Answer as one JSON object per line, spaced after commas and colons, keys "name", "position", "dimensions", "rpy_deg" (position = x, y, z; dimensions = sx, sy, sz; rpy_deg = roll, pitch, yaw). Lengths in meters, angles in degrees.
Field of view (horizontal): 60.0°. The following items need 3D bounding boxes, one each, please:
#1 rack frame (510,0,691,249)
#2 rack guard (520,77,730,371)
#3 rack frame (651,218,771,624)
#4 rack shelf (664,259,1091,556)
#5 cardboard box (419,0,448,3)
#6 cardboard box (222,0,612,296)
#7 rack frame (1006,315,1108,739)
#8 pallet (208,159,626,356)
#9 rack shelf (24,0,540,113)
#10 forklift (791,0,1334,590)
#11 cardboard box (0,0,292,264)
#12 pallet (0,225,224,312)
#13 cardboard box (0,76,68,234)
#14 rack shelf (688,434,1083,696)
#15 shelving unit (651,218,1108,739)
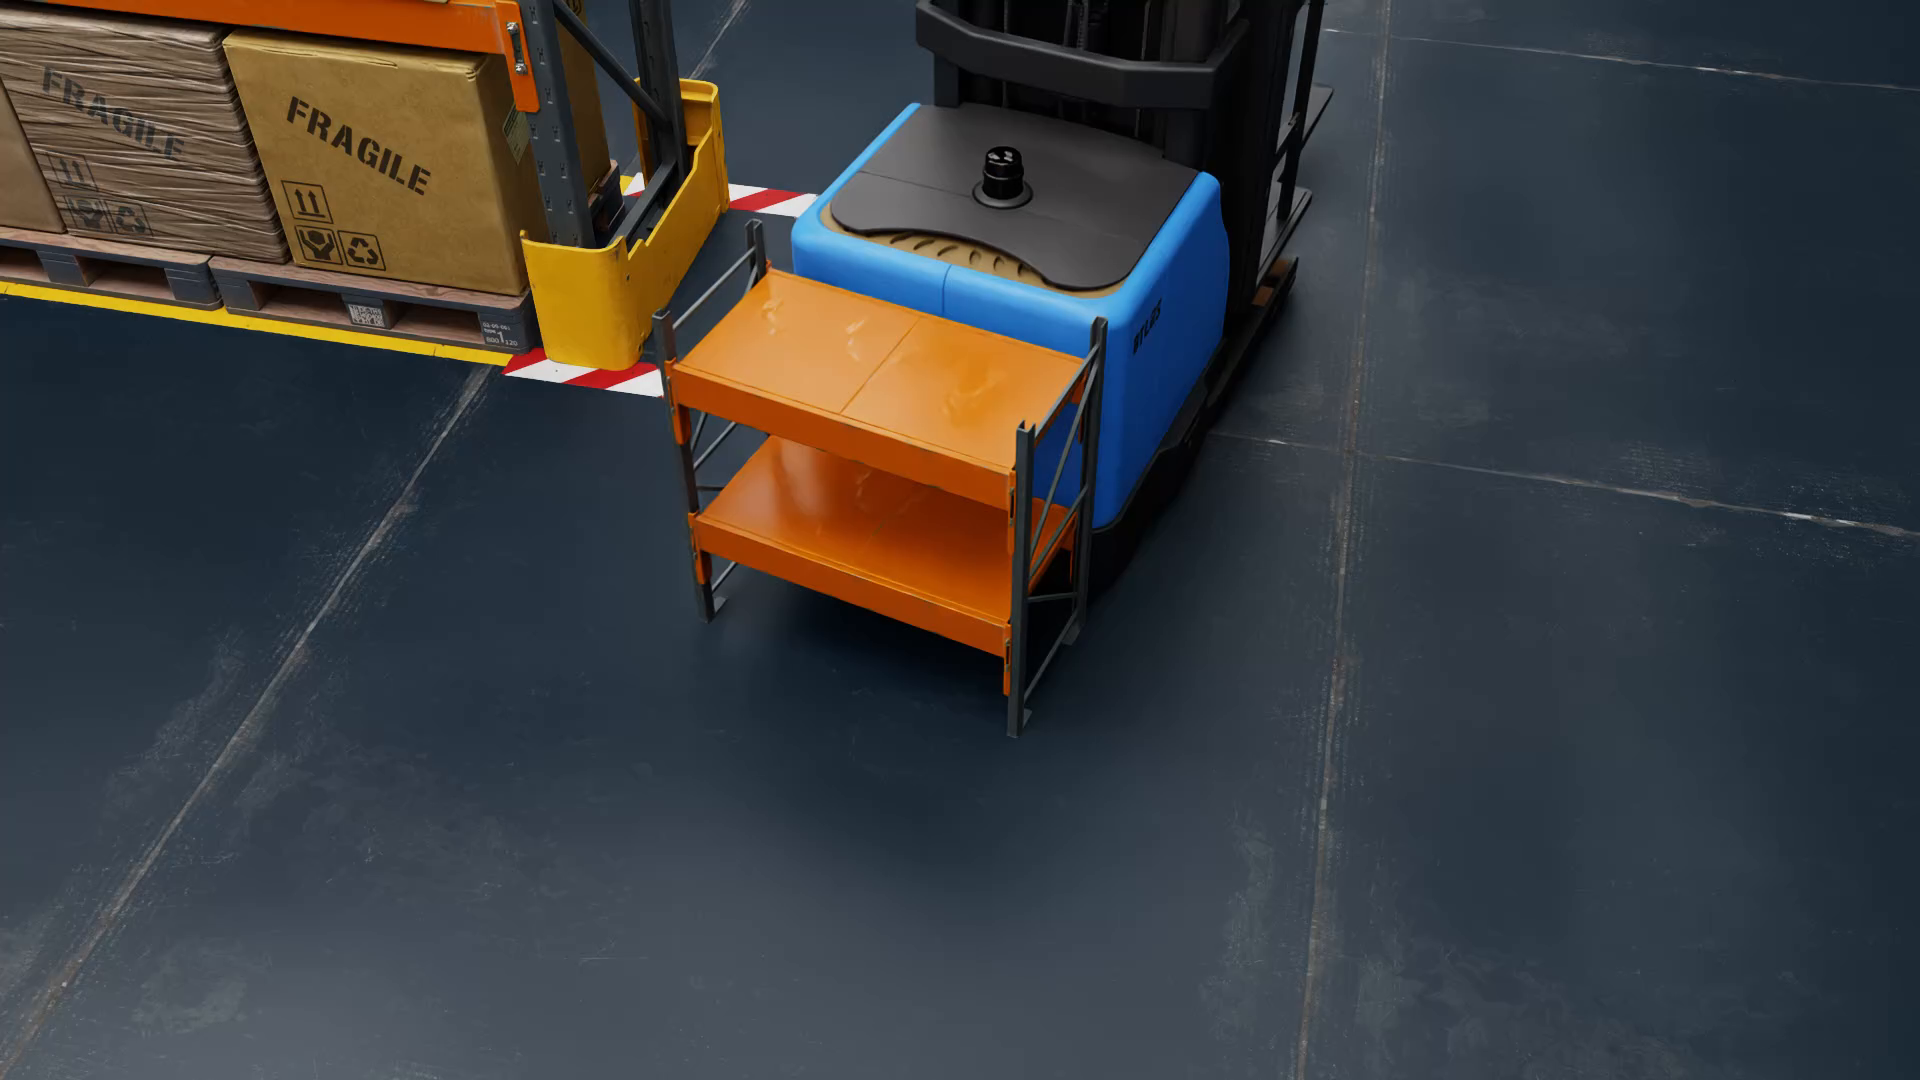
{"name": "rack frame", "position": [-1.224, -2.094, 5.262], "dimensions": [0.127, 3.000, 1.000], "rpy_deg": [9, 45, 9]}
{"name": "rack guard", "position": [-1.200, -1.189, 6.125], "dimensions": [0.348, 0.500, 1.175], "rpy_deg": [9, 45, 9]}
{"name": "rack frame", "position": [-0.661, -0.314, 4.765], "dimensions": [0.032, 1.125, 0.500], "rpy_deg": [19, 47, 18]}
{"name": "rack shelf", "position": [-0.204, -0.371, 4.402], "dimensions": [1.000, 0.278, 0.538], "rpy_deg": [19, 47, 18]}
{"name": "cardboard box", "position": [-1.643, -1.834, 5.174], "dimensions": [0.250, 0.149, 0.380], "rpy_deg": [10, 45, 10]}
{"name": "cardboard box", "position": [-1.866, -1.522, 5.898], "dimensions": [0.875, 0.875, 0.875], "rpy_deg": [9, 45, 9]}
{"name": "rack frame", "position": [0.254, -0.006, 4.445], "dimensions": [0.032, 1.125, 0.500], "rpy_deg": [19, 47, 18]}
{"name": "pallet", "position": [-2.021, -1.157, 6.300], "dimensions": [1.213, 0.211, 1.003], "rpy_deg": [9, 45, 9]}
{"name": "rack shelf", "position": [-3.175, -2.137, 5.826], "dimensions": [4.000, 0.370, 1.077], "rpy_deg": [9, 45, 9]}
{"name": "forklift", "position": [0.595, -1.933, 5.144], "dimensions": [1.130, 2.935, 3.031], "rpy_deg": [18, 47, 18]}
{"name": "cardboard box", "position": [-2.754, -1.660, 6.041], "dimensions": [0.875, 0.875, 0.875], "rpy_deg": [9, 45, 9]}
{"name": "pallet", "position": [-3.208, -1.343, 6.493], "dimensions": [1.213, 0.211, 1.003], "rpy_deg": [9, 45, 9]}
{"name": "cardboard box", "position": [-3.622, -1.795, 6.181], "dimensions": [0.875, 0.875, 0.875], "rpy_deg": [9, 45, 9]}
{"name": "rack shelf", "position": [-0.204, 0.016, 4.775], "dimensions": [1.000, 0.278, 0.538], "rpy_deg": [19, 47, 18]}
{"name": "shelving unit", "position": [-0.204, -0.160, 4.605], "dimensions": [1.048, 1.125, 0.538], "rpy_deg": [19, 47, 18]}
